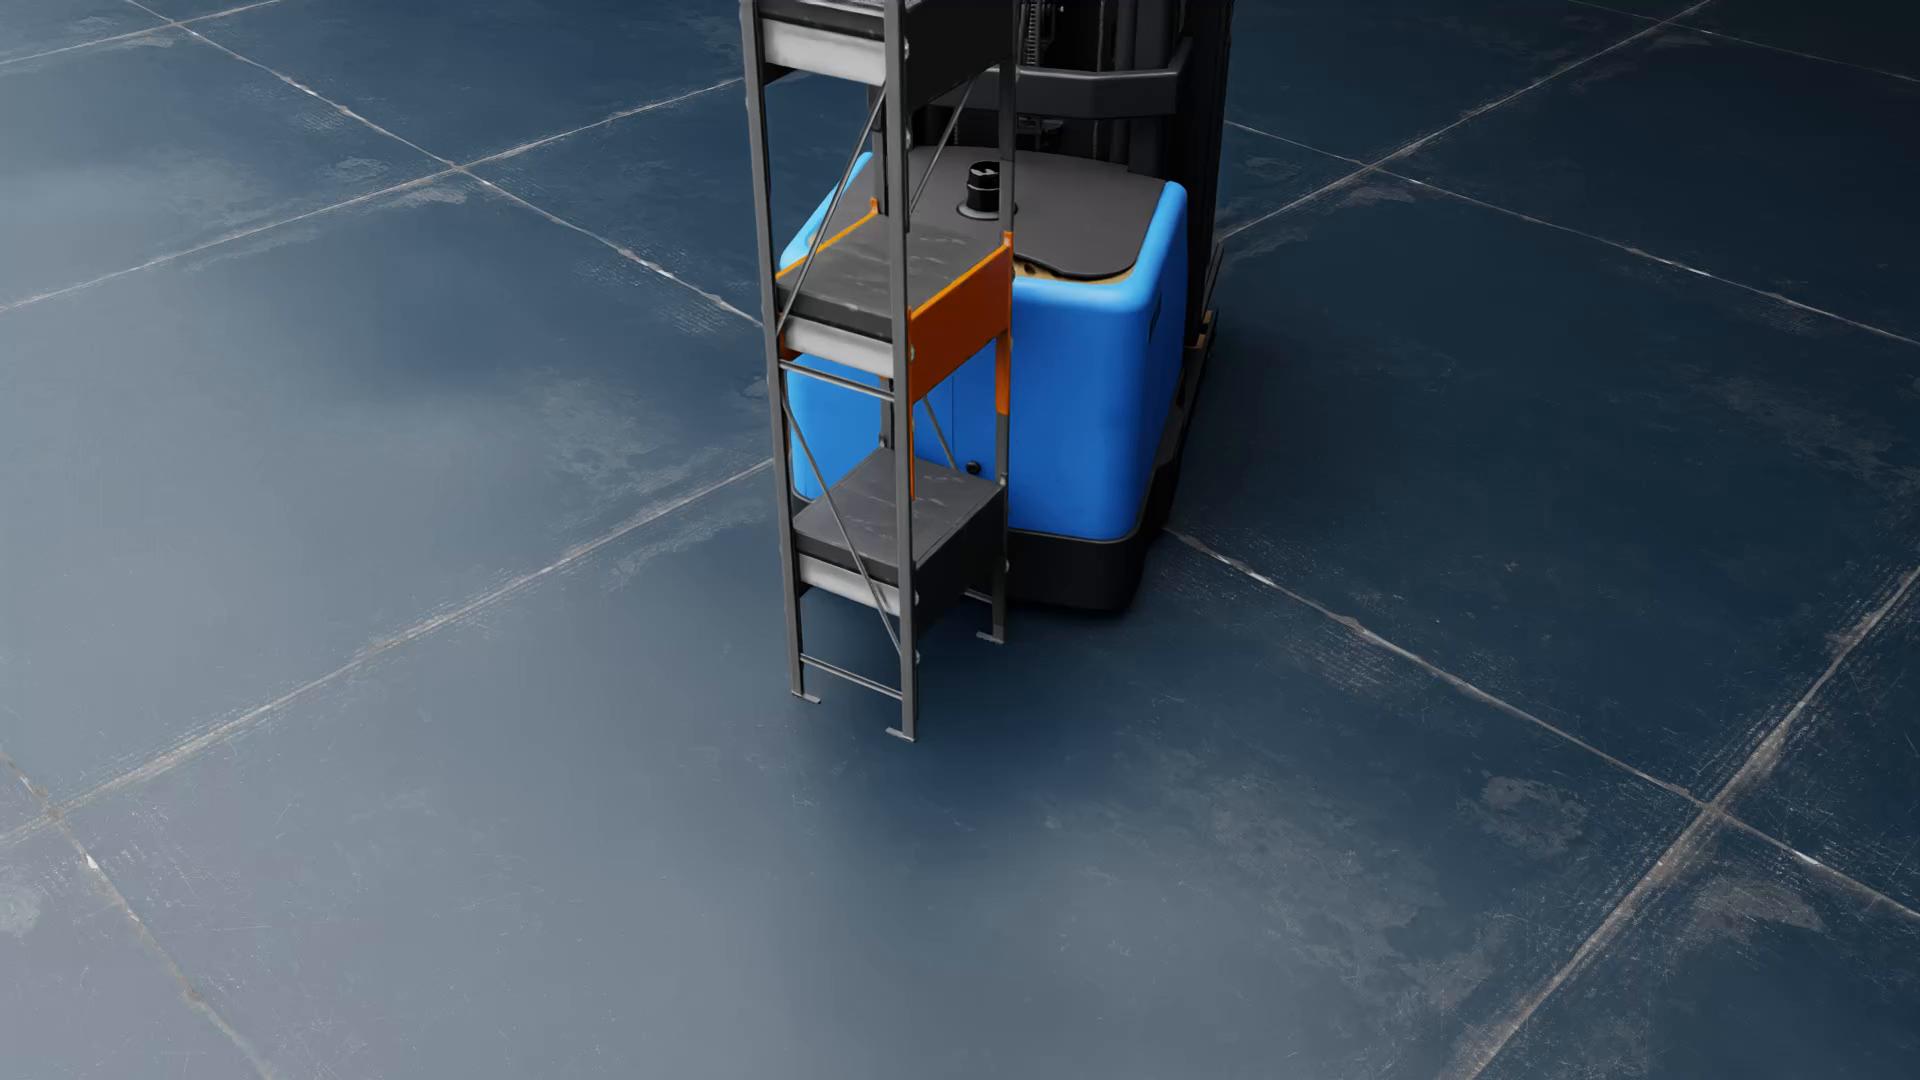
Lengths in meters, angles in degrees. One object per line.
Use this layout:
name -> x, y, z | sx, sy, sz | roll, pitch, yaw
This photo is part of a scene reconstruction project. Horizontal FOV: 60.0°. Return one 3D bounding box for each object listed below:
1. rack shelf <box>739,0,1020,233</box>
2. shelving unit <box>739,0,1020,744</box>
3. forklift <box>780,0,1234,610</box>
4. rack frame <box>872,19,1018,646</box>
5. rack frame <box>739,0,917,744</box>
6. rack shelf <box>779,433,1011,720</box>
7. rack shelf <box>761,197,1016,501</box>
rack shelf -> -0.169, -1.058, 3.732 | 0.431, 0.518, 0.480 | 19, 39, 25
shelving unit -> -0.169, -0.495, 4.124 | 0.431, 2.100, 0.503 | 19, 39, 25
forklift -> 0.349, -1.838, 5.323 | 1.130, 2.935, 3.031 | 8, 36, 12
rack frame -> -0.044, -0.615, 4.296 | 0.400, 2.100, 0.015 | 19, 39, 25
rack frame -> -0.293, -0.375, 3.952 | 0.400, 2.100, 0.015 | 19, 39, 25
rack shelf -> -0.169, 0.090, 4.532 | 0.431, 0.518, 0.480 | 19, 39, 25
rack shelf -> -0.169, -0.484, 4.132 | 0.431, 0.518, 0.480 | 19, 39, 25
